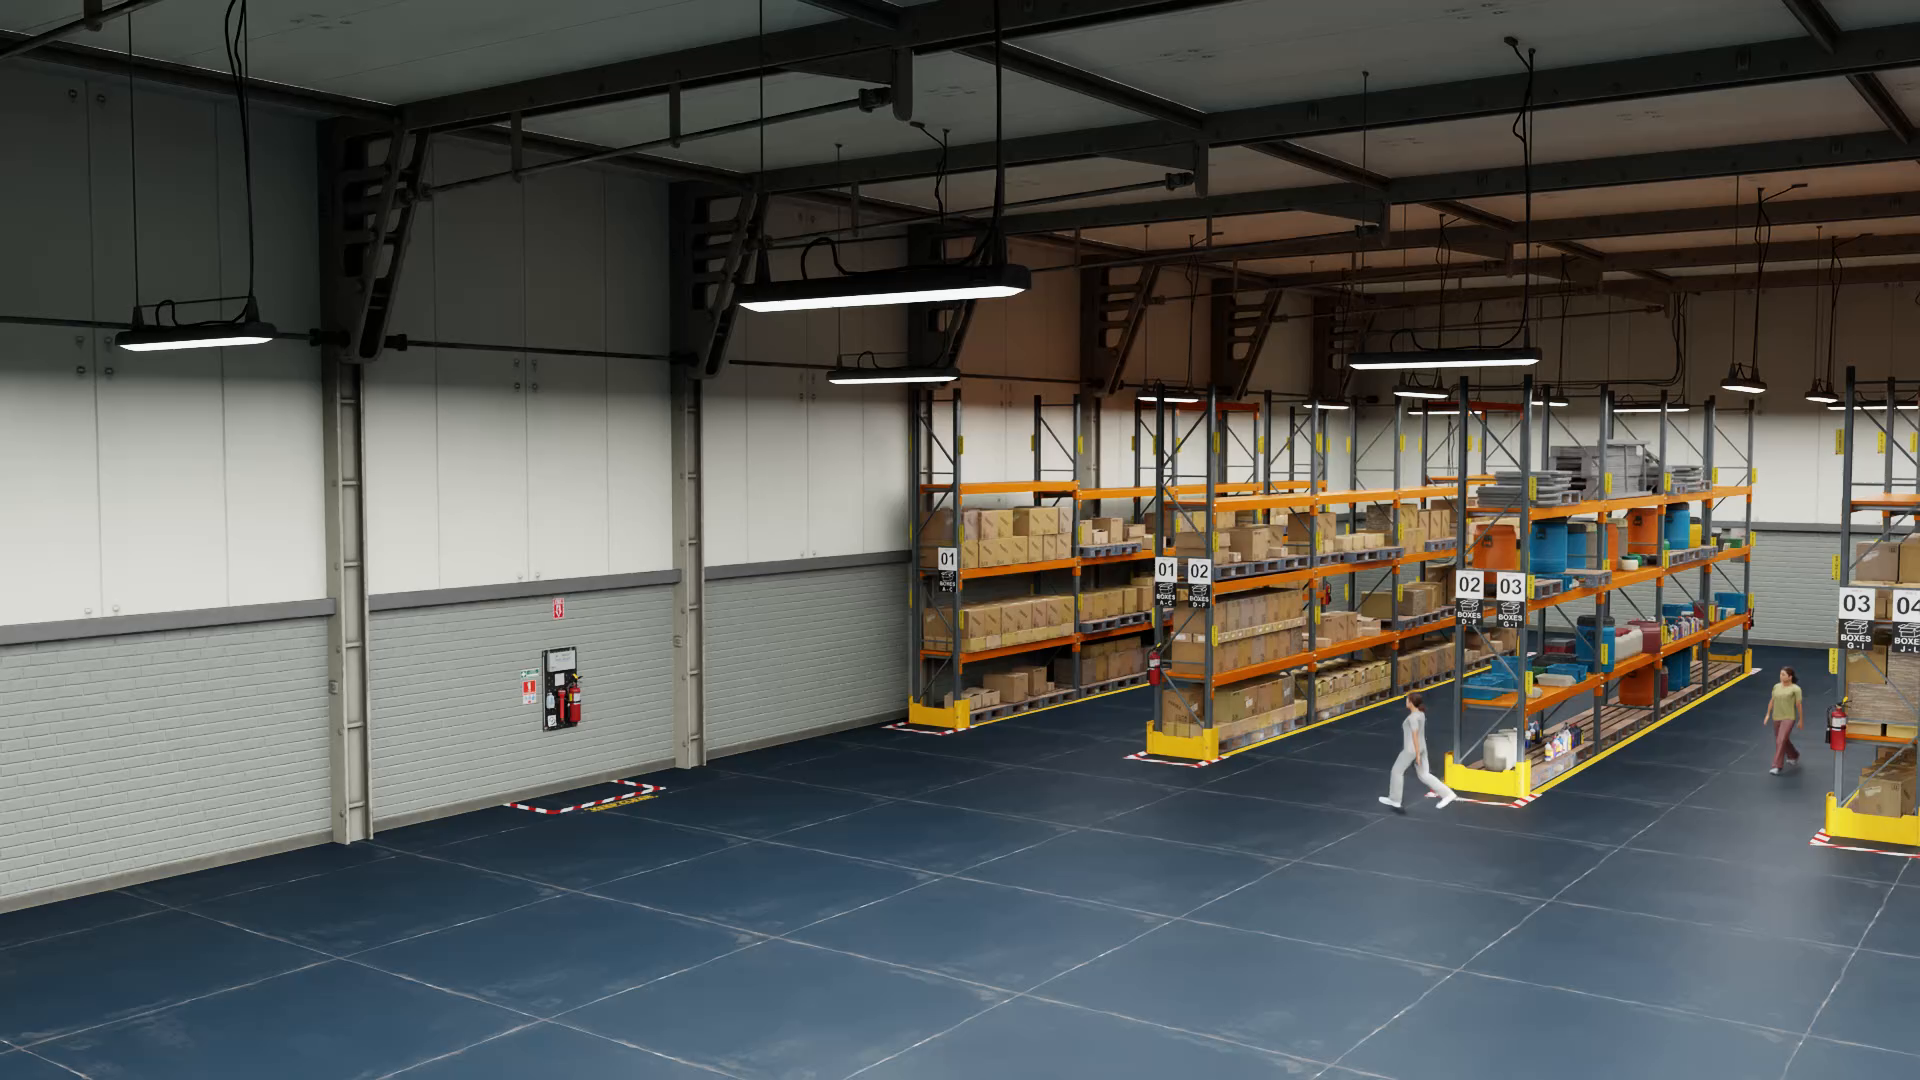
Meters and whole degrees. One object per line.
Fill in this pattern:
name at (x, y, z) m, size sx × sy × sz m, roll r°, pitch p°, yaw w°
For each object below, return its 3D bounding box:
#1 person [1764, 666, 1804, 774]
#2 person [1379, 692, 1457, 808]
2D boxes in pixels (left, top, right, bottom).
person at (12.585, 2.732, 25.407) m, size 1.023 × 1.622 × 0.523 m, roll -2°, pitch 4°, yaw -34°
person at (6.292, 2.889, 22.826) m, size 1.048 × 1.611 × 0.473 m, roll 3°, pitch 4°, yaw 41°
